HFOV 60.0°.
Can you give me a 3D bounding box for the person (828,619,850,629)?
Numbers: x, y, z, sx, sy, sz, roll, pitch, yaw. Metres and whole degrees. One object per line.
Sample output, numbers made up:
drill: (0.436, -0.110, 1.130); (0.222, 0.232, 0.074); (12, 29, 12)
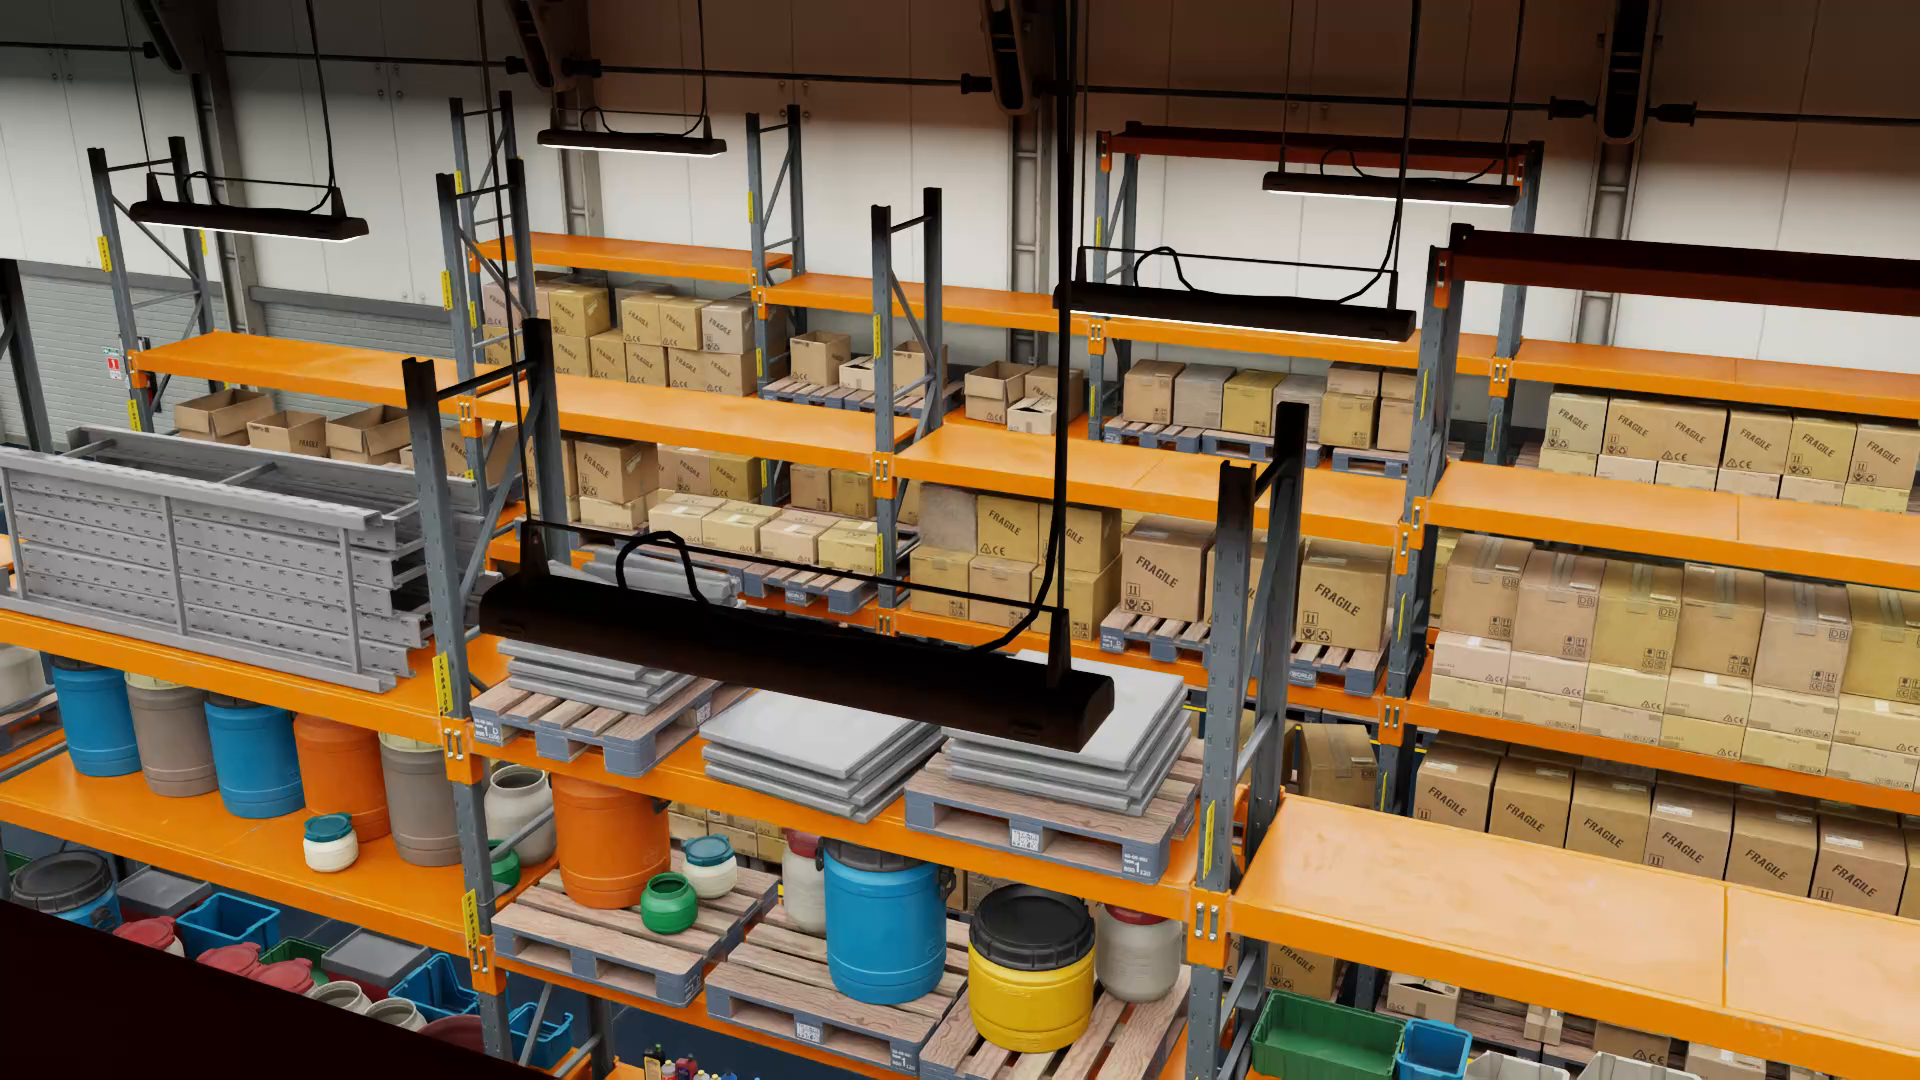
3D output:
person: (-1.191, 1.537, 16.307); (0.599, 1.712, 0.471); (7, 22, 19)
